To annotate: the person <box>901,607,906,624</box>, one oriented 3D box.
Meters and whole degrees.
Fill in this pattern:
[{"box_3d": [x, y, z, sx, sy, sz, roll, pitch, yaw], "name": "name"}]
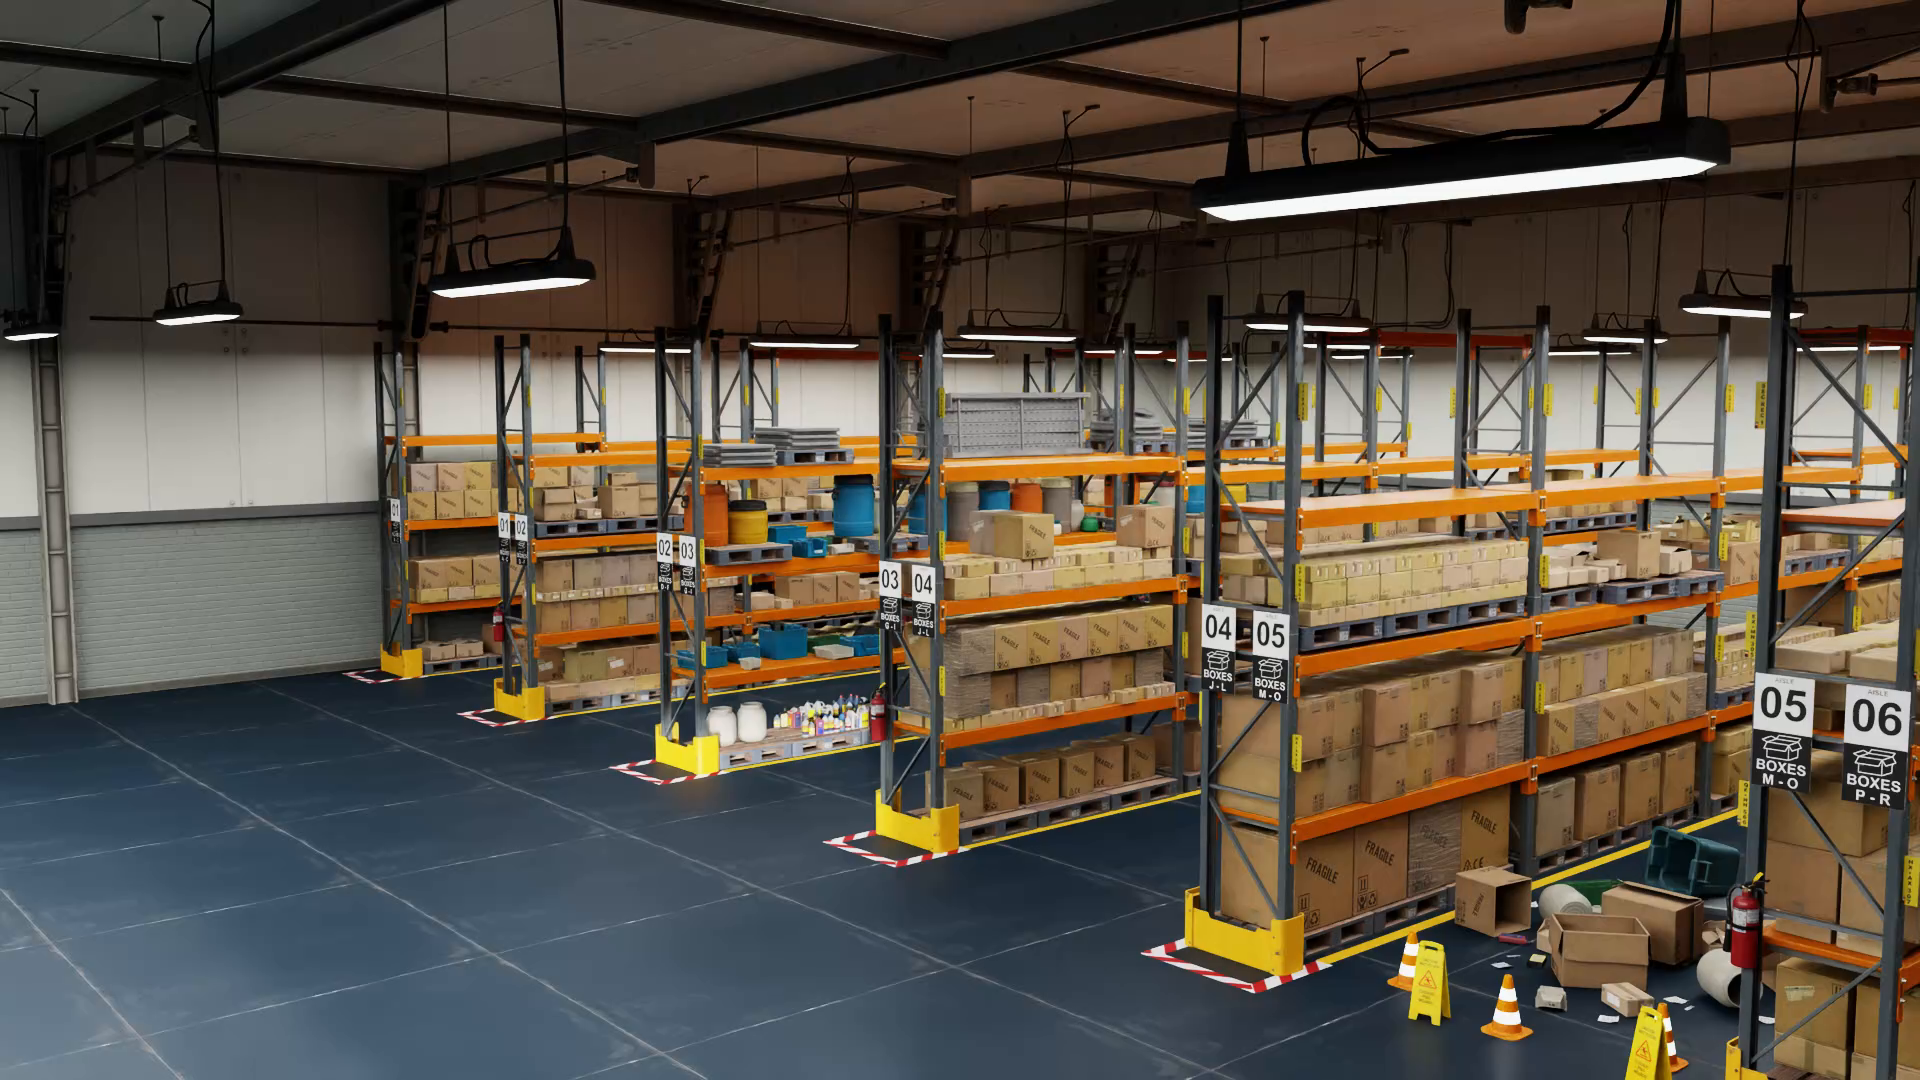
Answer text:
[{"box_3d": [-1.320, 1.282, 33.245, 0.669, 1.727, 0.594, -4, 7, -39], "name": "person"}]
